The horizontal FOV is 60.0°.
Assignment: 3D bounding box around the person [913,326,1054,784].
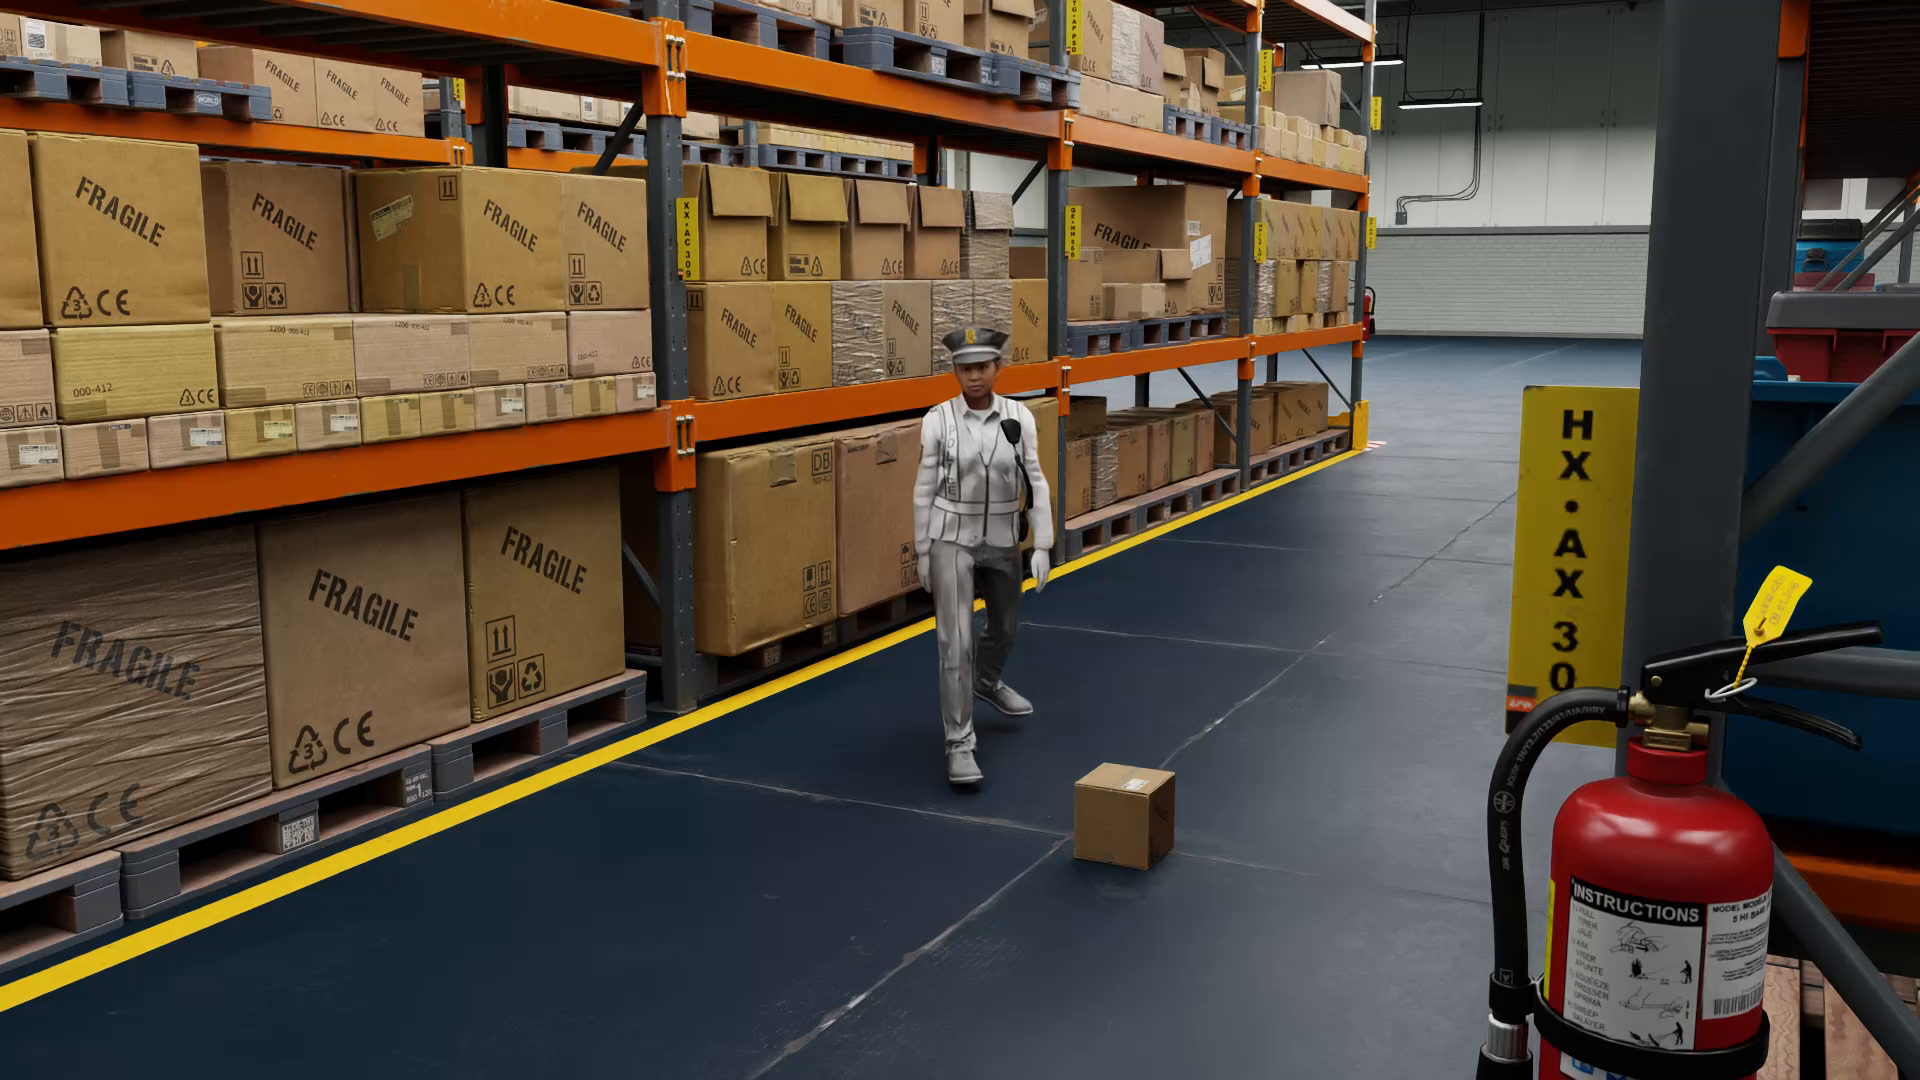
[{"bbox_3d":[0.107,0.008,6.299,0.581,1.639,0.943,-3,10,-17],"label":"person"}]
